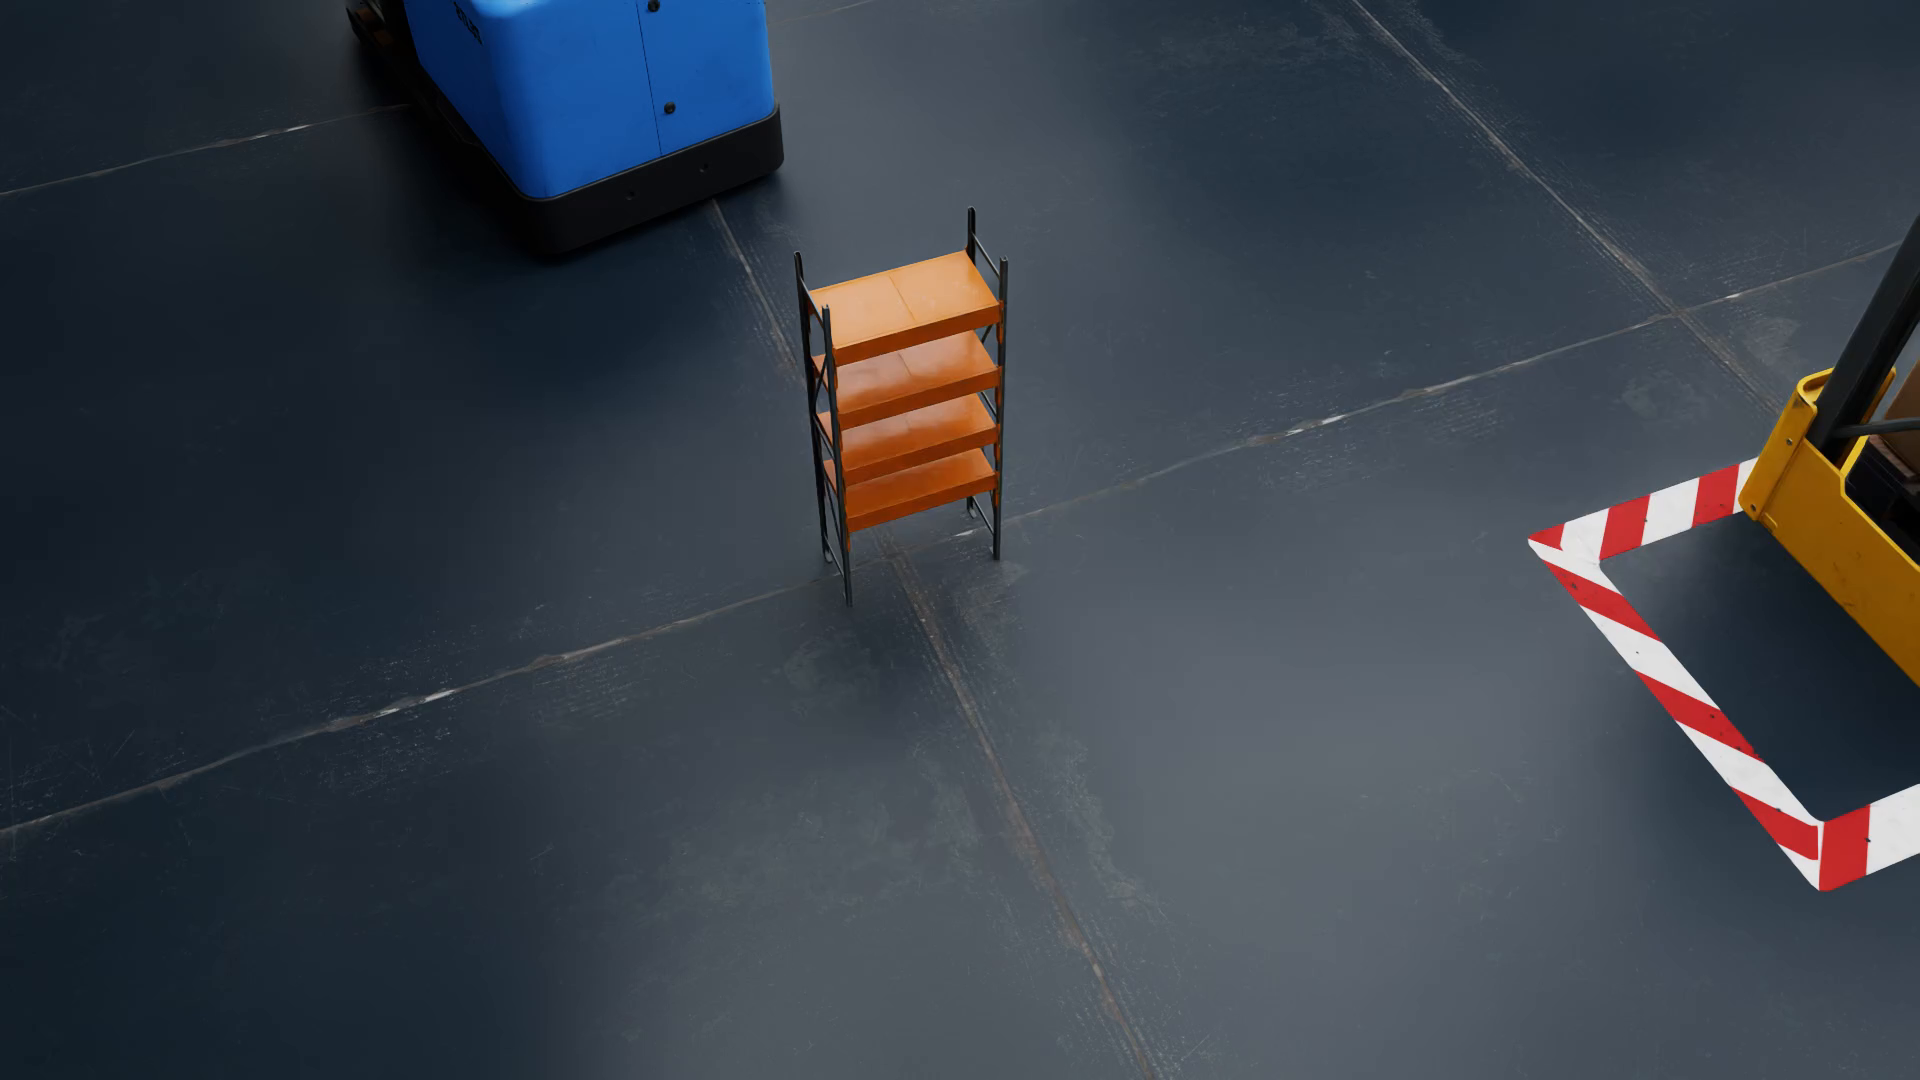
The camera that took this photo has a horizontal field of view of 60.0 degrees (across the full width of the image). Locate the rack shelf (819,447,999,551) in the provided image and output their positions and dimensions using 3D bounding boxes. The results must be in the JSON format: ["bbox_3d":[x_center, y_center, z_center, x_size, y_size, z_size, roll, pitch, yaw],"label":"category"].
[{"bbox_3d":[-0.153,-0.170,4.956,0.480,0.148,0.258,-17,52,-14],"label":"rack shelf"}]

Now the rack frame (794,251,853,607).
[{"bbox_3d":[-0.379,-0.273,4.694,0.015,1.200,0.240,-17,52,-14],"label":"rack frame"}]

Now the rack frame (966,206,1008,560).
[{"bbox_3d":[0.073,-0.413,4.814,0.015,1.200,0.240,-17,52,-14],"label":"rack frame"}]

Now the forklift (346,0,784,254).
[{"bbox_3d":[-1.910,-3.094,5.975,1.130,2.935,3.031,-27,54,-21],"label":"forklift"}]

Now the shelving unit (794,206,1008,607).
[{"bbox_3d":[-0.153,-0.343,4.754,0.503,1.200,0.258,-17,52,-14],"label":"shelving unit"}]

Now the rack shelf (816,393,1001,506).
[{"bbox_3d":[-0.153,-0.300,4.805,0.480,0.148,0.258,-17,52,-14],"label":"rack shelf"}]

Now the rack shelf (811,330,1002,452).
[{"bbox_3d":[-0.153,-0.445,4.635,0.480,0.148,0.258,-17,52,-14],"label":"rack shelf"}]

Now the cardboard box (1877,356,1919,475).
[{"bbox_3d":[3.207,-0.397,4.972,0.500,0.500,0.500,-17,52,-14],"label":"cardboard box"}]

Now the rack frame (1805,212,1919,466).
[{"bbox_3d":[2.797,-0.740,3.908,0.127,3.000,1.000,-17,52,-14],"label":"rack frame"}]

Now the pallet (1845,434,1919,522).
[{"bbox_3d":[3.605,-0.082,5.182,1.213,0.211,1.003,-17,52,-14],"label":"pallet"}]

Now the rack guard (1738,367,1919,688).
[{"bbox_3d":[2.867,0.053,4.875,0.348,0.500,1.175,-17,52,-14],"label":"rack guard"}]

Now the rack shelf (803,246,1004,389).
[{"bbox_3d":[-0.153,-0.599,4.456,0.480,0.148,0.258,-17,52,-14],"label":"rack shelf"}]
